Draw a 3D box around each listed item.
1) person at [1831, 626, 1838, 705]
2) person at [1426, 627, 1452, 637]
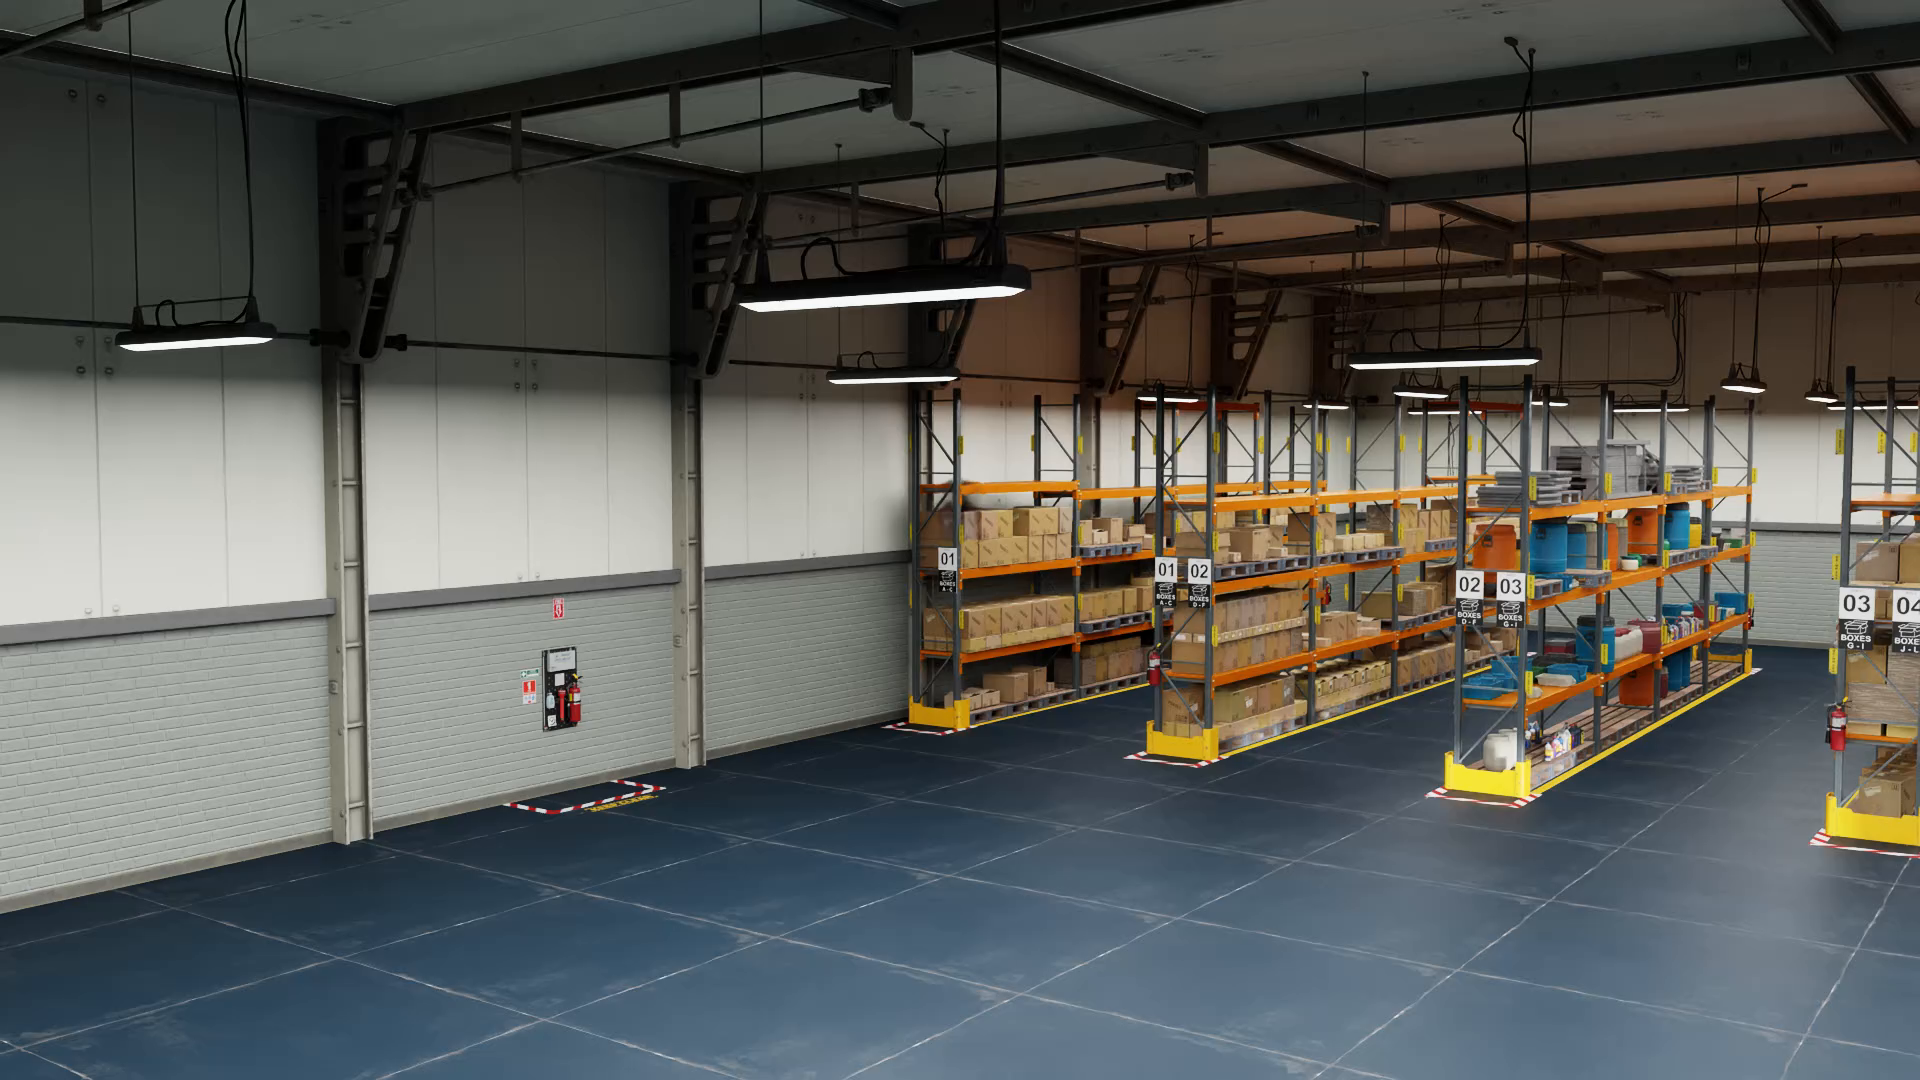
[{"bbox_3d":[16.806,2.389,31.734,0.338,1.603,0.453,1,3,19],"label":"person"},{"bbox_3d":[11.782,1.859,40.866,0.988,1.623,0.538,0,3,0],"label":"person"}]
